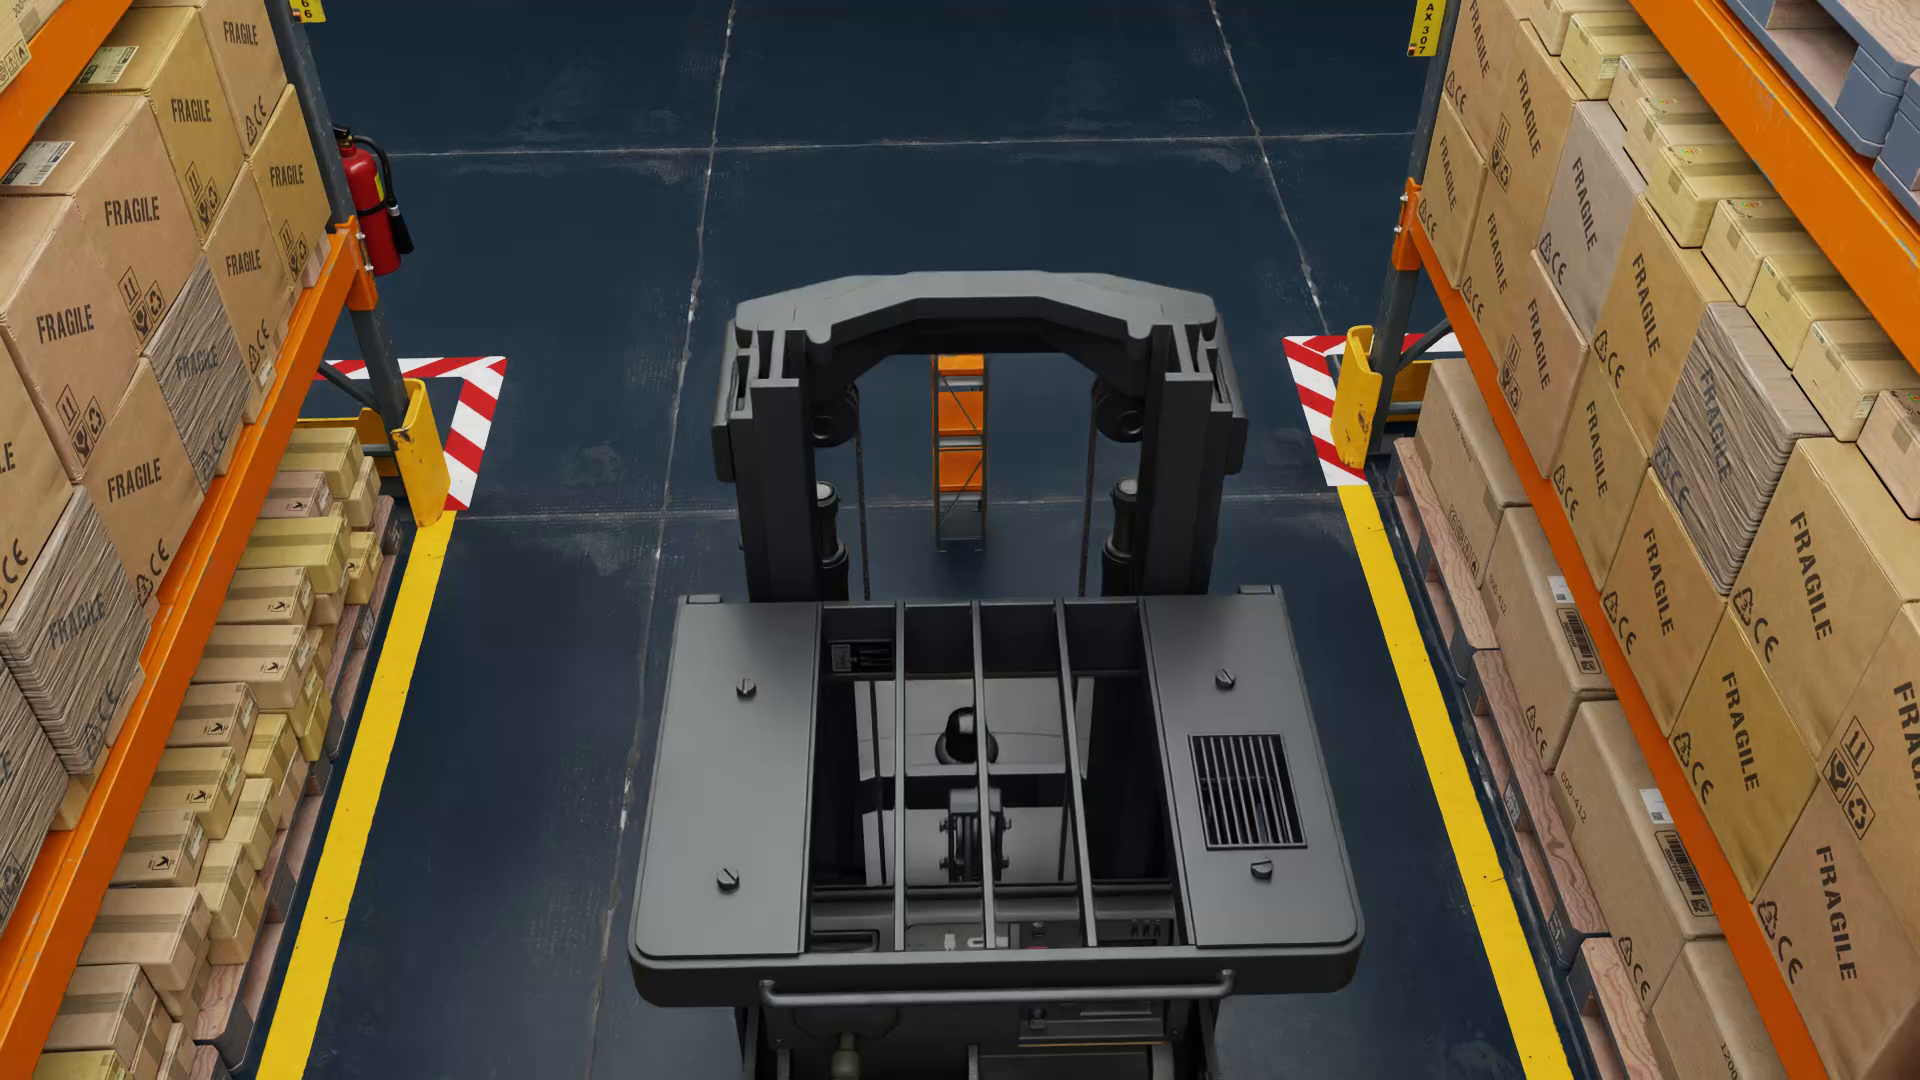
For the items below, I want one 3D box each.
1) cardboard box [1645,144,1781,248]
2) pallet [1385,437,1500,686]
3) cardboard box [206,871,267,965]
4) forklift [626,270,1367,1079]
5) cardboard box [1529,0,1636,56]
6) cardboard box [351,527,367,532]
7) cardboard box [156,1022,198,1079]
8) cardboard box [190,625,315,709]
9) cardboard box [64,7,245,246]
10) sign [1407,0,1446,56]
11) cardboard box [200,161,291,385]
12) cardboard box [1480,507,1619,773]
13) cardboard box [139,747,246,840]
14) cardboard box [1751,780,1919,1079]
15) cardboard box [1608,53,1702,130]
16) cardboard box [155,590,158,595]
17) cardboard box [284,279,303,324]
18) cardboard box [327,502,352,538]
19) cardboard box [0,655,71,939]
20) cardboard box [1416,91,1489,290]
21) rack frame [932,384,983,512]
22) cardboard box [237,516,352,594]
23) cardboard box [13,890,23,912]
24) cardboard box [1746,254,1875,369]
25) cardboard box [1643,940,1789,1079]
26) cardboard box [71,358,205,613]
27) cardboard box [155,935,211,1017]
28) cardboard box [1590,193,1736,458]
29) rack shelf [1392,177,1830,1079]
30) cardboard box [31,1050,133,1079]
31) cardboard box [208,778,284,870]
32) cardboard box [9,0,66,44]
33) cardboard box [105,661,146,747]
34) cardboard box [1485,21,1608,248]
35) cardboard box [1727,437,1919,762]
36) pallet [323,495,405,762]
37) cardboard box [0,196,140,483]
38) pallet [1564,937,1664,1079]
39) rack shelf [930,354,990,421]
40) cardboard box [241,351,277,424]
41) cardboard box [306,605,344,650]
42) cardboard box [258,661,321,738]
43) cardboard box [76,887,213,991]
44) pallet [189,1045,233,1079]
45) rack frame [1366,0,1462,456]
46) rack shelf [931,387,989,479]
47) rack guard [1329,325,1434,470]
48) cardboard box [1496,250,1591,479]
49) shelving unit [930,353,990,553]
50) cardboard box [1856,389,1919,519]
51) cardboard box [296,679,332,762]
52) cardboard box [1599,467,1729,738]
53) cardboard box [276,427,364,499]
[{"bbox_3d":[1.972,-0.870,4.185,0.380,0.149,0.250,-3,43,-3],"label":"cardboard box"},{"bbox_3d":[2.321,0.044,6.546,1.003,0.211,1.213,-2,43,-2],"label":"pallet"},{"bbox_3d":[-2.352,1.156,5.068,0.380,0.149,0.250,-3,43,-3],"label":"cardboard box"},{"bbox_3d":[0.045,1.051,3.434,1.130,2.935,3.031,-1,43,-1],"label":"forklift"},{"bbox_3d":[1.927,-1.565,4.943,0.380,0.149,0.250,0,43,0],"label":"cardboard box"},{"bbox_3d":[-2.501,-0.066,6.401,0.380,0.149,0.250,-1,43,-1],"label":"cardboard box"},{"bbox_3d":[-2.391,1.515,4.677,0.380,0.149,0.250,-2,43,-3],"label":"cardboard box"},{"bbox_3d":[-2.350,0.415,5.436,0.380,0.149,0.250,0,43,0],"label":"cardboard box"},{"bbox_3d":[-2.443,-1.182,4.786,0.500,0.500,0.500,-3,43,-3],"label":"cardboard box"},{"bbox_3d":[1.655,-1.858,5.858,0.100,0.325,0.005,-2,43,-2],"label":"sign"},{"bbox_3d":[-2.439,-0.814,5.124,0.500,0.500,0.500,-2,43,-2],"label":"cardboard box"},{"bbox_3d":[2.385,0.329,5.757,0.875,0.438,0.875,-1,43,-1],"label":"cardboard box"},{"bbox_3d":[-2.411,0.772,5.047,0.380,0.149,0.250,-1,43,-2],"label":"cardboard box"},{"bbox_3d":[2.104,0.836,3.544,0.500,0.500,0.500,-1,43,-1],"label":"cardboard box"},{"bbox_3d":[2.020,-1.212,4.558,0.380,0.149,0.250,-1,43,-1],"label":"cardboard box"},{"bbox_3d":[-2.441,0.044,4.668,0.380,0.149,0.250,-1,43,-1],"label":"cardboard box"},{"bbox_3d":[-2.463,-0.837,5.630,0.380,0.149,0.250,-2,43,-2],"label":"cardboard box"},{"bbox_3d":[-2.467,0.002,6.107,0.380,0.149,0.250,-3,43,-3],"label":"cardboard box"},{"bbox_3d":[-2.360,0.567,3.617,0.500,0.500,0.500,-2,43,-2],"label":"cardboard box"},{"bbox_3d":[1.943,-1.226,5.794,0.500,0.500,0.500,-2,43,-2],"label":"cardboard box"},{"bbox_3d":[-0.007,-0.506,6.525,0.200,1.050,0.008,-2,43,-2],"label":"rack frame"},{"bbox_3d":[-2.365,0.058,5.825,0.380,0.149,0.250,-3,43,-3],"label":"cardboard box"},{"bbox_3d":[-2.402,0.747,3.901,0.380,0.149,0.250,-3,43,-4],"label":"cardboard box"},{"bbox_3d":[2.057,-0.529,3.813,0.380,0.149,0.250,-2,43,-3],"label":"cardboard box"},{"bbox_3d":[2.460,1.542,4.433,0.875,0.438,0.875,-2,43,-2],"label":"cardboard box"},{"bbox_3d":[-2.397,-0.135,4.383,0.500,0.500,0.500,0,43,0],"label":"cardboard box"},{"bbox_3d":[-2.401,1.221,4.776,0.380,0.149,0.250,0,43,0],"label":"cardboard box"},{"bbox_3d":[2.026,-0.562,4.329,0.500,0.500,0.500,-1,43,-2],"label":"cardboard box"},{"bbox_3d":[2.294,0.094,4.960,1.077,0.370,4.000,-2,43,-2],"label":"rack shelf"},{"bbox_3d":[-2.382,1.471,4.284,0.380,0.149,0.250,-2,43,-2],"label":"cardboard box"},{"bbox_3d":[-2.334,0.882,5.147,0.380,0.149,0.250,-1,43,-1],"label":"cardboard box"},{"bbox_3d":[-2.412,-1.383,3.930,0.500,0.250,0.500,0,43,0],"label":"cardboard box"},{"bbox_3d":[-2.352,0.394,4.287,0.380,0.149,0.250,0,43,0],"label":"cardboard box"},{"bbox_3d":[1.974,-1.246,5.075,0.500,0.500,0.500,-3,43,-3],"label":"cardboard box"},{"bbox_3d":[2.070,0.120,3.585,0.500,0.500,0.500,-2,43,-2],"label":"cardboard box"},{"bbox_3d":[-2.730,0.318,6.247,1.003,0.211,1.213,-2,43,-2],"label":"pallet"},{"bbox_3d":[-2.386,-0.475,4.014,0.500,0.500,0.500,-3,43,-3],"label":"cardboard box"},{"bbox_3d":[2.425,1.691,4.749,1.003,0.211,1.213,-2,43,-2],"label":"pallet"},{"bbox_3d":[-0.002,-0.625,6.250,0.215,0.259,0.240,-2,43,-2],"label":"rack shelf"},{"bbox_3d":[-2.403,-0.497,5.258,0.380,0.149,0.250,-1,43,-1],"label":"cardboard box"},{"bbox_3d":[-2.464,0.286,6.017,0.380,0.149,0.250,-2,43,-2],"label":"cardboard box"},{"bbox_3d":[-2.366,0.524,5.538,0.380,0.149,0.250,-1,43,-1],"label":"cardboard box"},{"bbox_3d":[-2.345,1.121,4.666,0.380,0.149,0.250,-1,43,-1],"label":"cardboard box"},{"bbox_3d":[-2.626,1.965,4.450,1.003,0.211,1.213,-2,43,-2],"label":"pallet"},{"bbox_3d":[2.209,-1.521,6.190,1.000,3.000,0.127,-2,43,-2],"label":"rack frame"},{"bbox_3d":[-0.002,-0.415,6.442,0.215,0.259,0.240,-2,43,-2],"label":"rack shelf"},{"bbox_3d":[2.208,-0.616,7.052,1.175,0.500,0.348,-2,43,-2],"label":"rack guard"},{"bbox_3d":[1.996,-0.541,5.047,0.500,0.500,0.500,-2,43,-2],"label":"cardboard box"},{"bbox_3d":[-0.002,-0.423,6.435,0.215,1.050,0.252,-2,43,-2],"label":"shelving unit"},{"bbox_3d":[2.116,-0.184,3.437,0.380,0.149,0.250,-2,43,-2],"label":"cardboard box"},{"bbox_3d":[-2.367,0.623,5.650,0.380,0.149,0.250,-3,43,-4],"label":"cardboard box"},{"bbox_3d":[2.041,0.150,4.292,0.500,0.500,0.500,-2,43,-2],"label":"cardboard box"},{"bbox_3d":[-2.456,-0.284,6.199,0.380,0.149,0.250,-1,43,-1],"label":"cardboard box"}]
